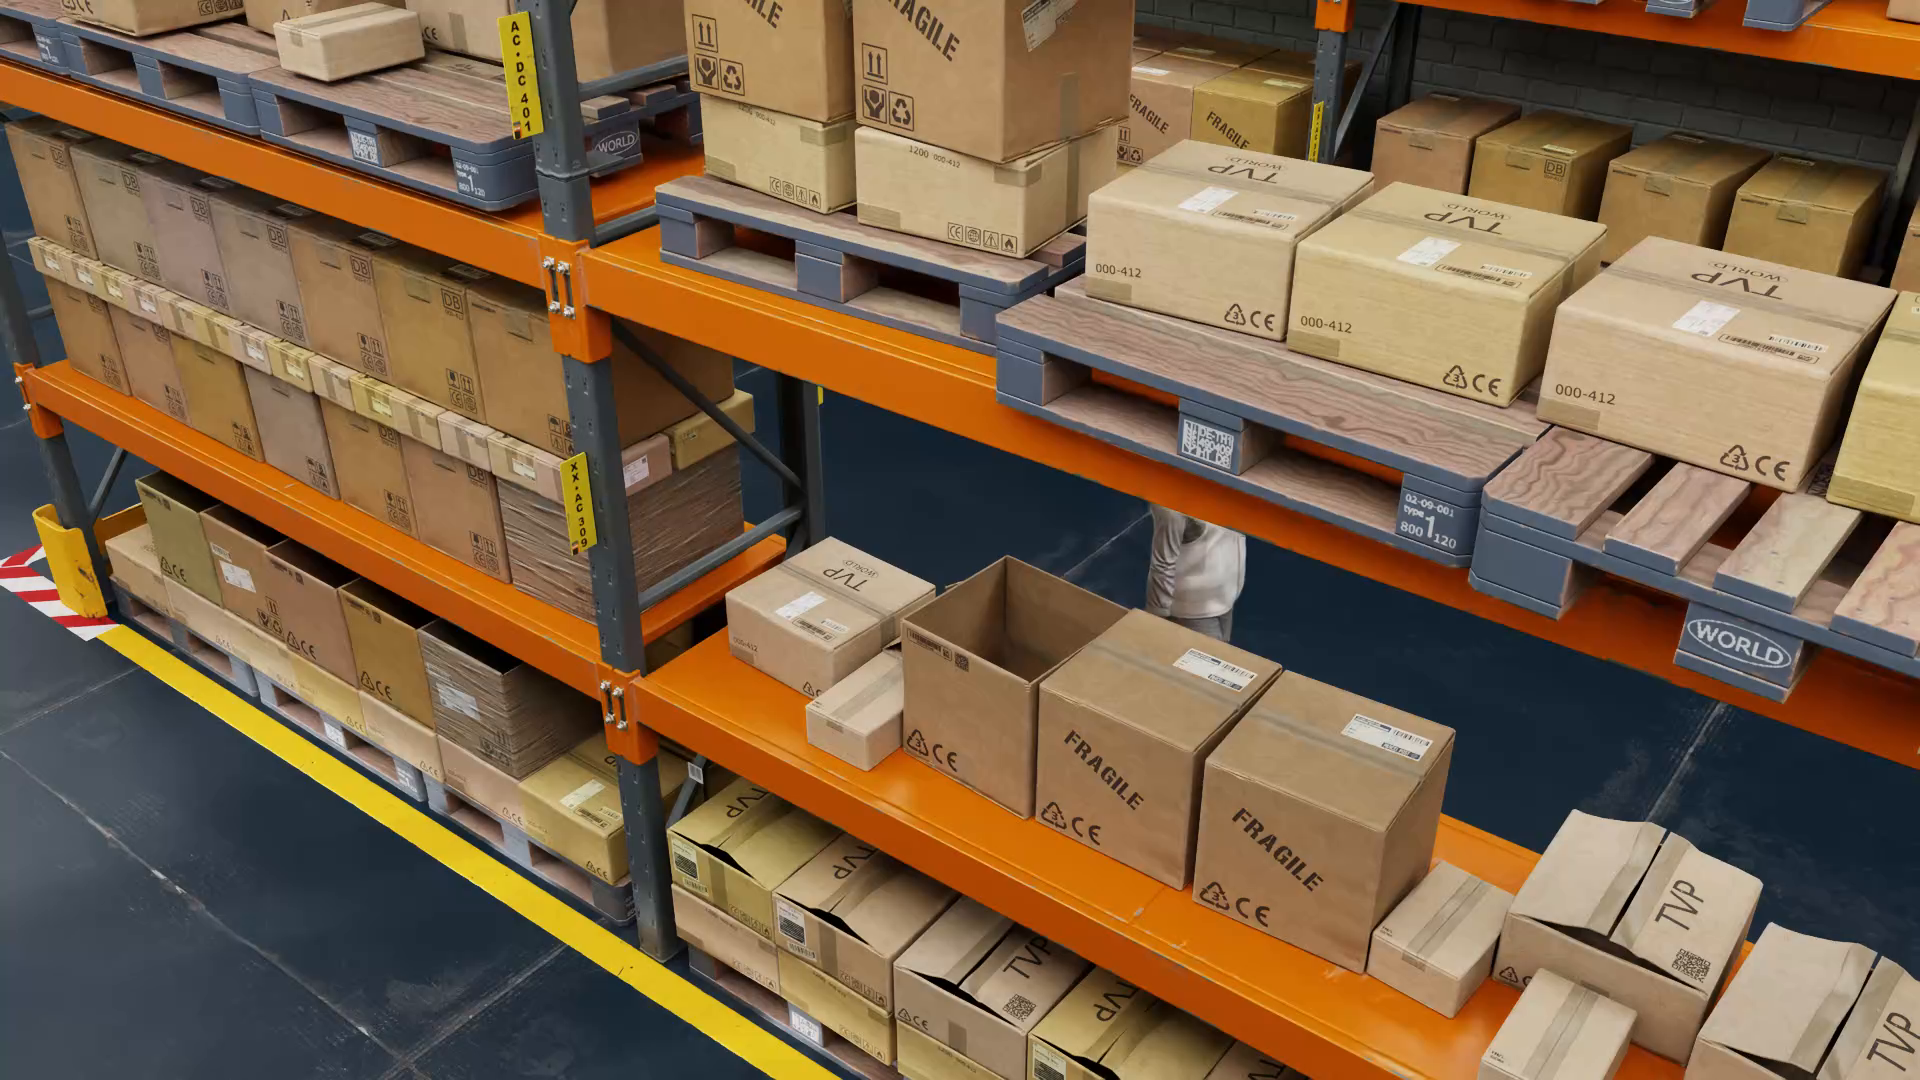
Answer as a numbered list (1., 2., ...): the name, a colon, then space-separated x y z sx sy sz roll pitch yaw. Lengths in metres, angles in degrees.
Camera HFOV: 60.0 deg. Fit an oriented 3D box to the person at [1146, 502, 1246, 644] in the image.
1. person: 0.977 0.231 6.679 0.440 1.766 0.561 14 34 23
